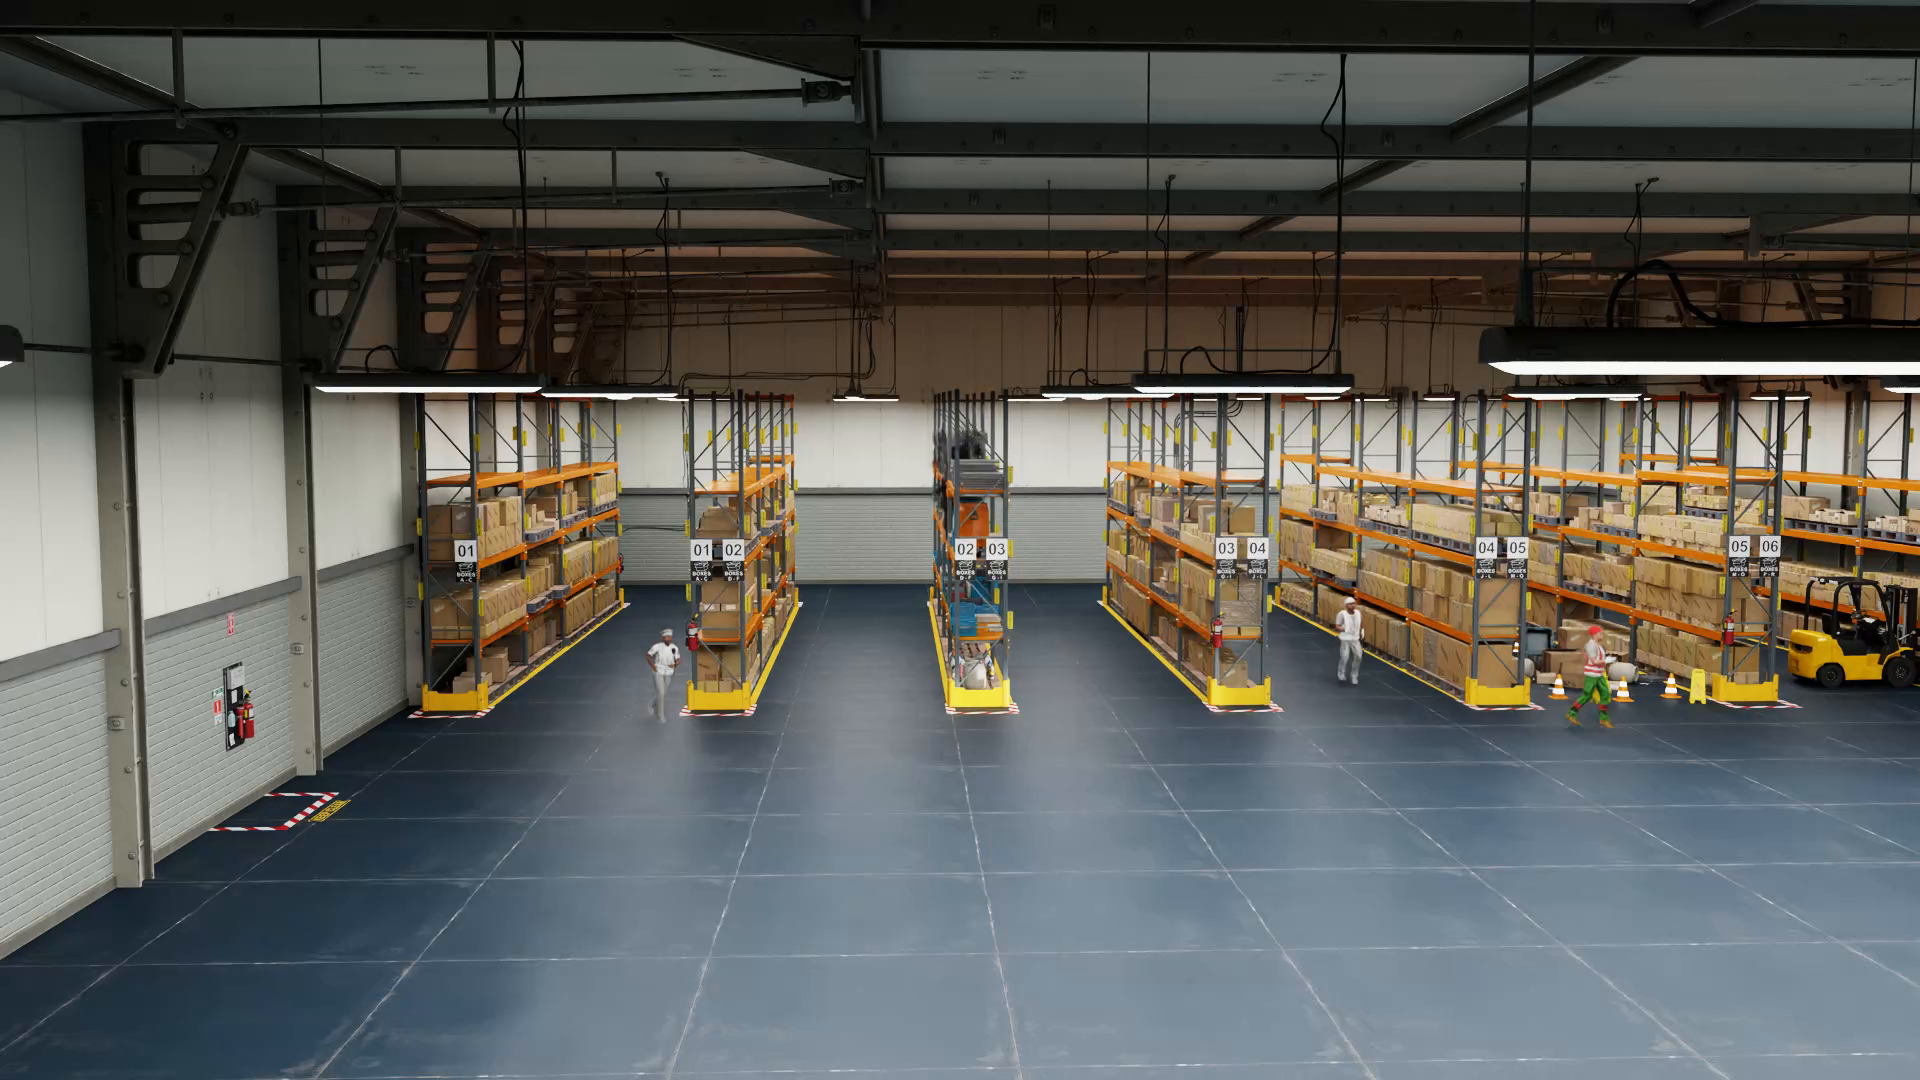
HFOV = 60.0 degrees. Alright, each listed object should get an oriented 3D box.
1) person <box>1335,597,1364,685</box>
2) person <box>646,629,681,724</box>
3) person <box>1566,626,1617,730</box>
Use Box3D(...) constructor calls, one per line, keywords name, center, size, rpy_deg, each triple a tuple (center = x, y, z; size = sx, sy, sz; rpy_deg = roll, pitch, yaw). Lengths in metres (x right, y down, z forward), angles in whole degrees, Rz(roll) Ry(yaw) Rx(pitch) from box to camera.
Box3D(name="person", center=(8.002, 2.080, 34.017), size=(0.711, 1.834, 0.727), rpy_deg=(-1, 5, -11))
Box3D(name="person", center=(-5.378, 2.443, 30.208), size=(0.613, 1.691, 0.842), rpy_deg=(-3, 5, -32))
Box3D(name="person", center=(11.154, 2.424, 29.347), size=(0.837, 1.846, 0.662), rpy_deg=(3, 6, 35))
